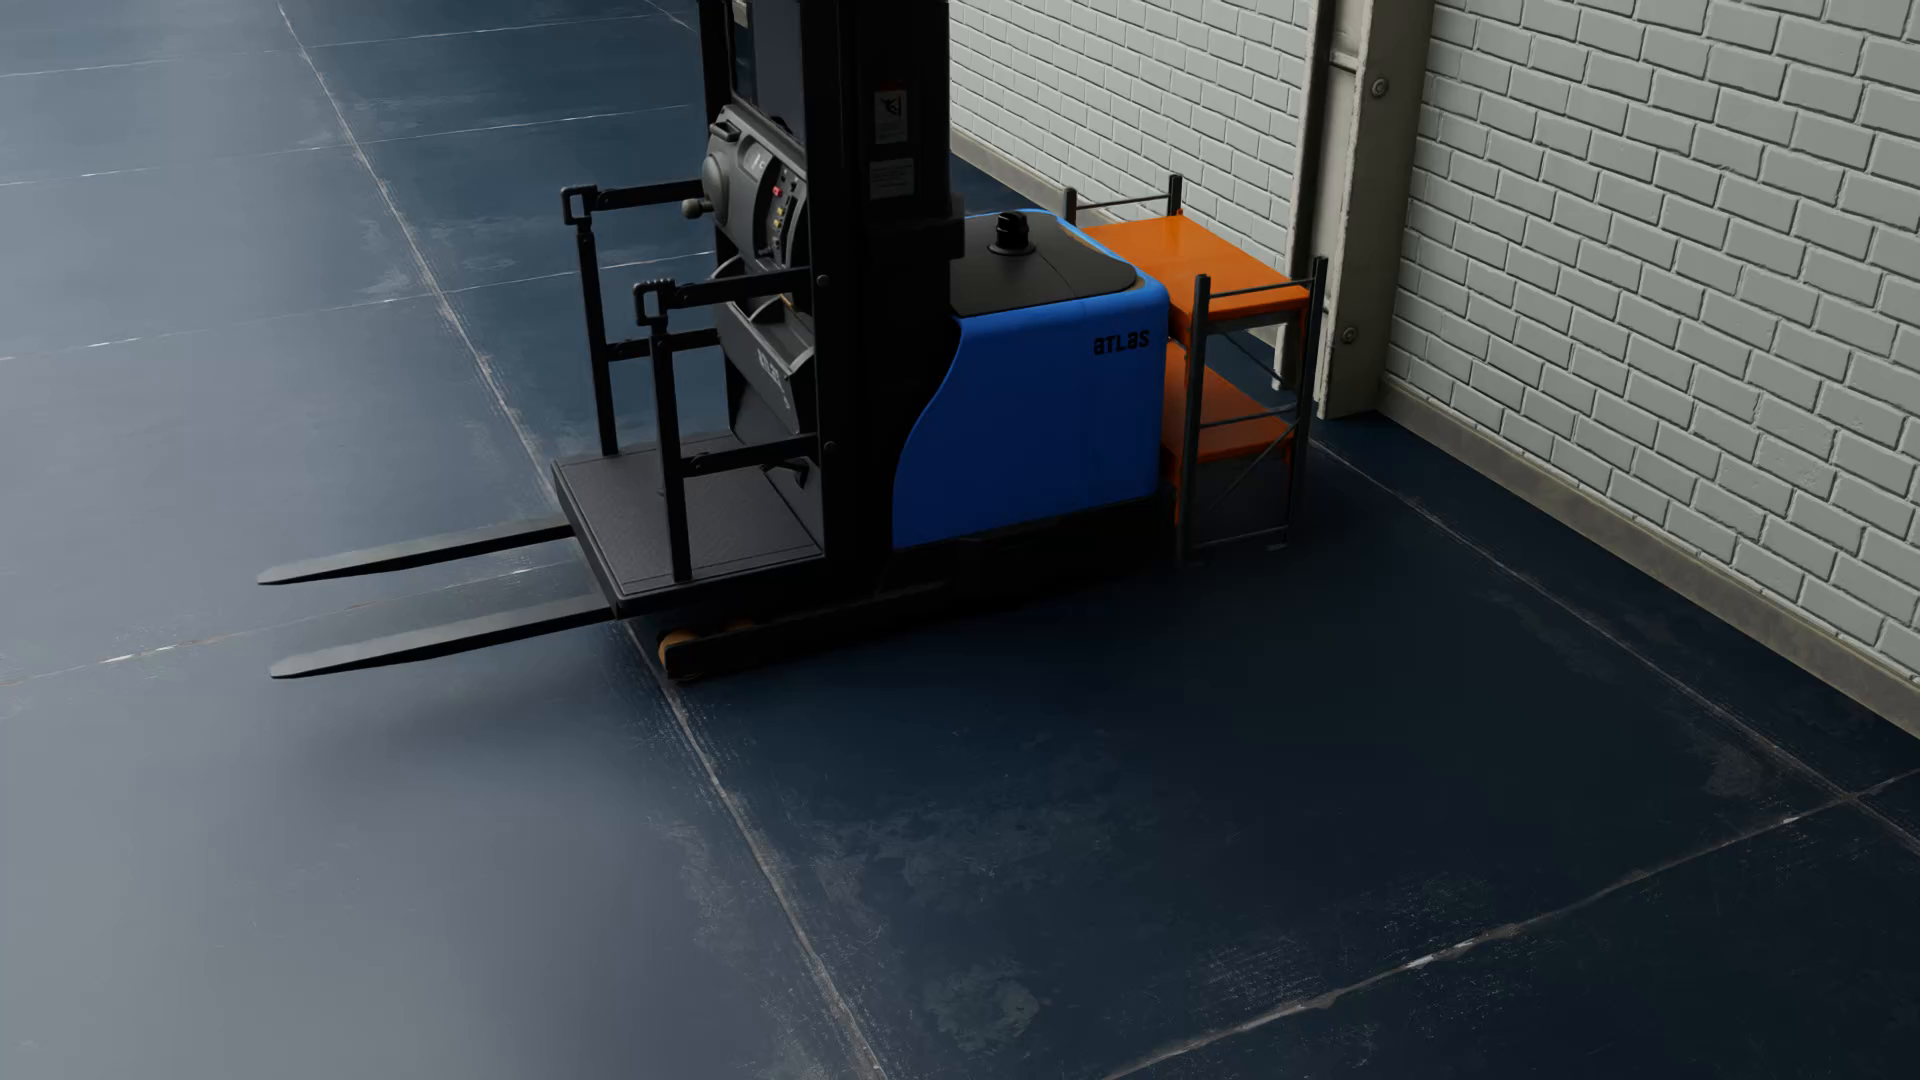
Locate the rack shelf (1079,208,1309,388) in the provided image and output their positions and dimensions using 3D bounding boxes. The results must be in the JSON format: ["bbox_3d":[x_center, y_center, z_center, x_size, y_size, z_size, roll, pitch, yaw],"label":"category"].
[{"bbox_3d":[0.825,-0.914,6.132,0.538,0.278,1.000,-11,31,-19],"label":"rack shelf"}]

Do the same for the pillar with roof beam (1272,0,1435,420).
[{"bbox_3d":[-2.266,-3.656,3.570,9.100,9.000,0.400,-13,32,-22],"label":"pillar with roof beam"}]

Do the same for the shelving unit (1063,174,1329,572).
[{"bbox_3d":[0.825,-0.659,6.275,0.538,1.125,1.048,-11,31,-19],"label":"shelving unit"}]

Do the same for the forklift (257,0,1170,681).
[{"bbox_3d":[-0.841,-1.113,5.239,3.031,2.935,1.130,-12,31,-21],"label":"forklift"}]

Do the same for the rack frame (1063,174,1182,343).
[{"bbox_3d":[0.631,-0.889,6.685,0.500,1.125,0.032,-11,31,-19],"label":"rack frame"}]

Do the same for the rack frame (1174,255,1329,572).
[{"bbox_3d":[1.018,-0.429,5.865,0.500,1.125,0.032,-11,31,-19],"label":"rack frame"}]

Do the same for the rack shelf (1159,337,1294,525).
[{"bbox_3d":[0.825,-0.446,6.395,0.538,0.278,1.000,-11,31,-19],"label":"rack shelf"}]
